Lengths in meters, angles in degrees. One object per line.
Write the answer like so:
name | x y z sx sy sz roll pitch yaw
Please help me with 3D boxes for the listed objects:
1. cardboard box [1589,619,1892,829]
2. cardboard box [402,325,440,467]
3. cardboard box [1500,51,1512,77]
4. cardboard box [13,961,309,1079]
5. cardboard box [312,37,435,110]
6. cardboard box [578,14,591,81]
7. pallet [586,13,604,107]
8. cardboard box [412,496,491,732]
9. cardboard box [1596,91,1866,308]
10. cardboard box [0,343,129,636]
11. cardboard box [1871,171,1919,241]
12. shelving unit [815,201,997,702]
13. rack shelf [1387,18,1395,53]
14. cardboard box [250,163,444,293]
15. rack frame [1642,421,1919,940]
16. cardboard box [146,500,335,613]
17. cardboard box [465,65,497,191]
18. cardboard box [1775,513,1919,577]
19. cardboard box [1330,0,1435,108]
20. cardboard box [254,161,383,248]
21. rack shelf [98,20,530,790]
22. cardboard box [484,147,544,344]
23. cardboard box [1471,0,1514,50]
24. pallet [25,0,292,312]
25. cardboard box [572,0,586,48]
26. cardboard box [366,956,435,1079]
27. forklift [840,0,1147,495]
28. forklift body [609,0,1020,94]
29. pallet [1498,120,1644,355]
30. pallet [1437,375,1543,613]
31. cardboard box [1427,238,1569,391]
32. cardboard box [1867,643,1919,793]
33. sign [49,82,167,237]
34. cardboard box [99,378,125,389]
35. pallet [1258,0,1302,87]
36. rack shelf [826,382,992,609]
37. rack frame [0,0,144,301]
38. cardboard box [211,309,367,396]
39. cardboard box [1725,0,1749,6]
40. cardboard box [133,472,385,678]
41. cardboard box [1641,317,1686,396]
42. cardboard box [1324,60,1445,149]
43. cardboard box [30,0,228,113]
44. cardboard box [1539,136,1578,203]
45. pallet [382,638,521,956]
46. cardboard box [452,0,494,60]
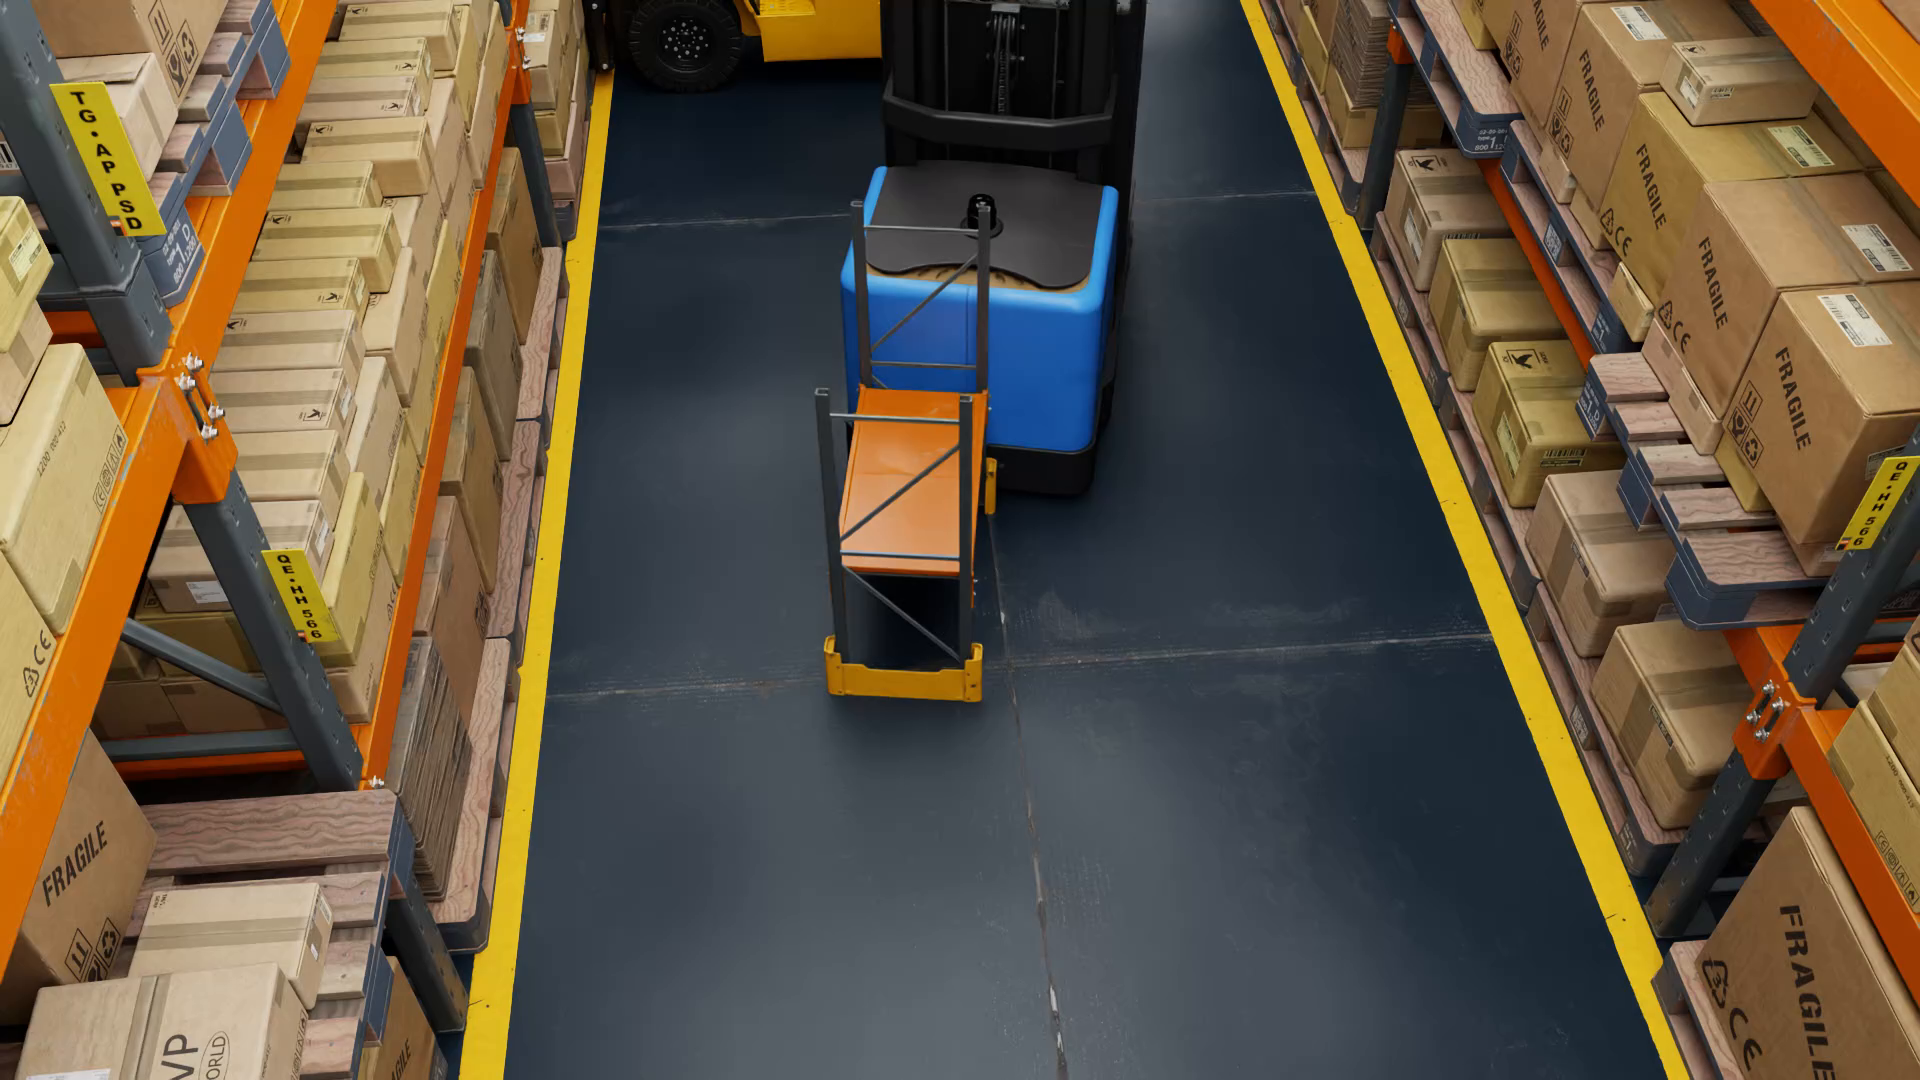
cardboard box | 2.803 0.592 5.781 0.950 0.372 0.625 -6 47 -6
cardboard box | -1.986 -0.474 5.373 0.500 0.250 0.500 -5 47 -5
cardboard box | 2.349 -1.909 6.513 0.380 0.149 0.250 -1 47 -1
cardboard box | -1.695 1.197 3.501 0.500 0.250 0.500 -5 47 -5
cardboard box | -2.069 -1.630 5.849 0.380 0.149 0.250 -4 47 -4
cardboard box | -2.267 -2.654 8.938 0.500 0.250 0.500 -3 47 -3
pallet | -2.570 -2.851 9.441 1.003 0.211 1.213 -3 47 -3
cardboard box | -2.207 0.294 5.888 0.875 0.625 0.625 -2 47 -2
cardboard box | 2.428 -1.089 5.289 0.500 0.500 0.500 -6 47 -6
cardboard box | -1.821 -0.077 2.931 0.500 0.250 0.500 -5 47 -5
cardboard box | 2.983 -0.755 4.973 0.500 0.500 0.500 -1 47 -1
shelving unit | -0.176 -0.305 6.142 0.587 1.500 1.083 3 47 3
rack shelf | 2.338 -3.852 8.964 1.077 0.370 4.000 -3 47 -3
cardboard box | -2.034 -1.020 5.545 0.500 0.250 0.500 -3 47 -3
rack frame | 2.840 0.242 4.591 1.000 3.000 0.127 -3 47 -3
cardboard box | -1.839 0.041 4.267 0.380 0.149 0.250 -2 47 -2
cardboard box | -2.090 -1.584 6.424 0.500 0.250 0.500 -4 47 -4
cardboard box | 2.579 -0.039 4.741 0.380 0.149 0.250 -2 47 -2
cardboard box | 2.189 -2.520 8.296 0.500 0.500 0.500 -4 47 -4
cardboard box | -2.075 -1.075 5.323 0.380 0.149 0.250 -3 47 -3
rack shelf | -2.273 -0.653 5.935 1.077 0.370 4.000 -3 47 -3
cardboard box | -2.385 -1.299 7.397 0.875 0.625 0.625 -2 47 -2
cardboard box | 2.302 -2.214 6.354 0.500 0.500 0.500 -3 47 -3
pallet | -2.251 -0.906 3.742 1.213 0.211 1.003 -2 47 -1
cardboard box | -2.248 -2.816 8.748 0.500 0.250 0.500 -4 47 -4
cardboard box | -1.856 1.555 4.781 0.500 0.500 0.500 -2 47 -2
forklift | 0.252 -2.278 7.025 1.130 2.935 3.031 6 47 6
forklift body | -0.798 -3.689 8.899 2.313 2.155 1.214 -3 47 -3
pallet | 2.634 -1.122 6.015 1.003 0.211 1.213 -3 47 -3
pallet | 2.678 -0.245 6.973 1.003 0.211 1.213 -3 47 -3
cardboard box | 2.616 -0.993 7.282 0.950 0.372 0.625 -1 47 -1
cardboard box | 2.637 0.503 4.103 0.500 0.250 0.500 -4 47 -4
sign | -1.565 -0.694 3.056 0.100 0.325 0.005 -3 47 -3
cardboard box | -2.429 -0.308 4.596 0.380 0.149 0.250 -4 47 -3
pallet | 2.309 -3.062 9.641 1.003 0.211 1.213 -3 47 -3
rack shelf | -0.175 -0.187 6.279 0.538 0.185 1.000 3 47 3
rack frame | -2.105 -1.516 2.125 1.000 3.000 0.127 -3 47 -3
cardboard box | -1.944 -0.525 4.802 0.380 0.149 0.250 -3 47 -3
cardboard box | 2.853 -1.880 6.038 0.500 0.500 0.500 -2 47 -2
cardboard box | -1.874 0.089 4.495 0.500 0.250 0.500 -4 47 -3
cardboard box | 2.405 -0.591 5.264 0.380 0.149 0.250 -5 47 -5
cardboard box | 2.188 -2.262 8.568 0.500 0.250 0.500 -2 47 -1
cardboard box | -1.923 -1.237 3.499 0.500 0.500 0.500 -3 47 -3
cardboard box | 2.318 -1.346 5.979 0.380 0.149 0.250 -2 47 -2
pallet | -2.135 0.907 5.882 1.003 0.211 1.213 -3 47 -3
cardboard box | -2.144 -2.128 6.595 0.500 0.250 0.500 -4 47 -4
